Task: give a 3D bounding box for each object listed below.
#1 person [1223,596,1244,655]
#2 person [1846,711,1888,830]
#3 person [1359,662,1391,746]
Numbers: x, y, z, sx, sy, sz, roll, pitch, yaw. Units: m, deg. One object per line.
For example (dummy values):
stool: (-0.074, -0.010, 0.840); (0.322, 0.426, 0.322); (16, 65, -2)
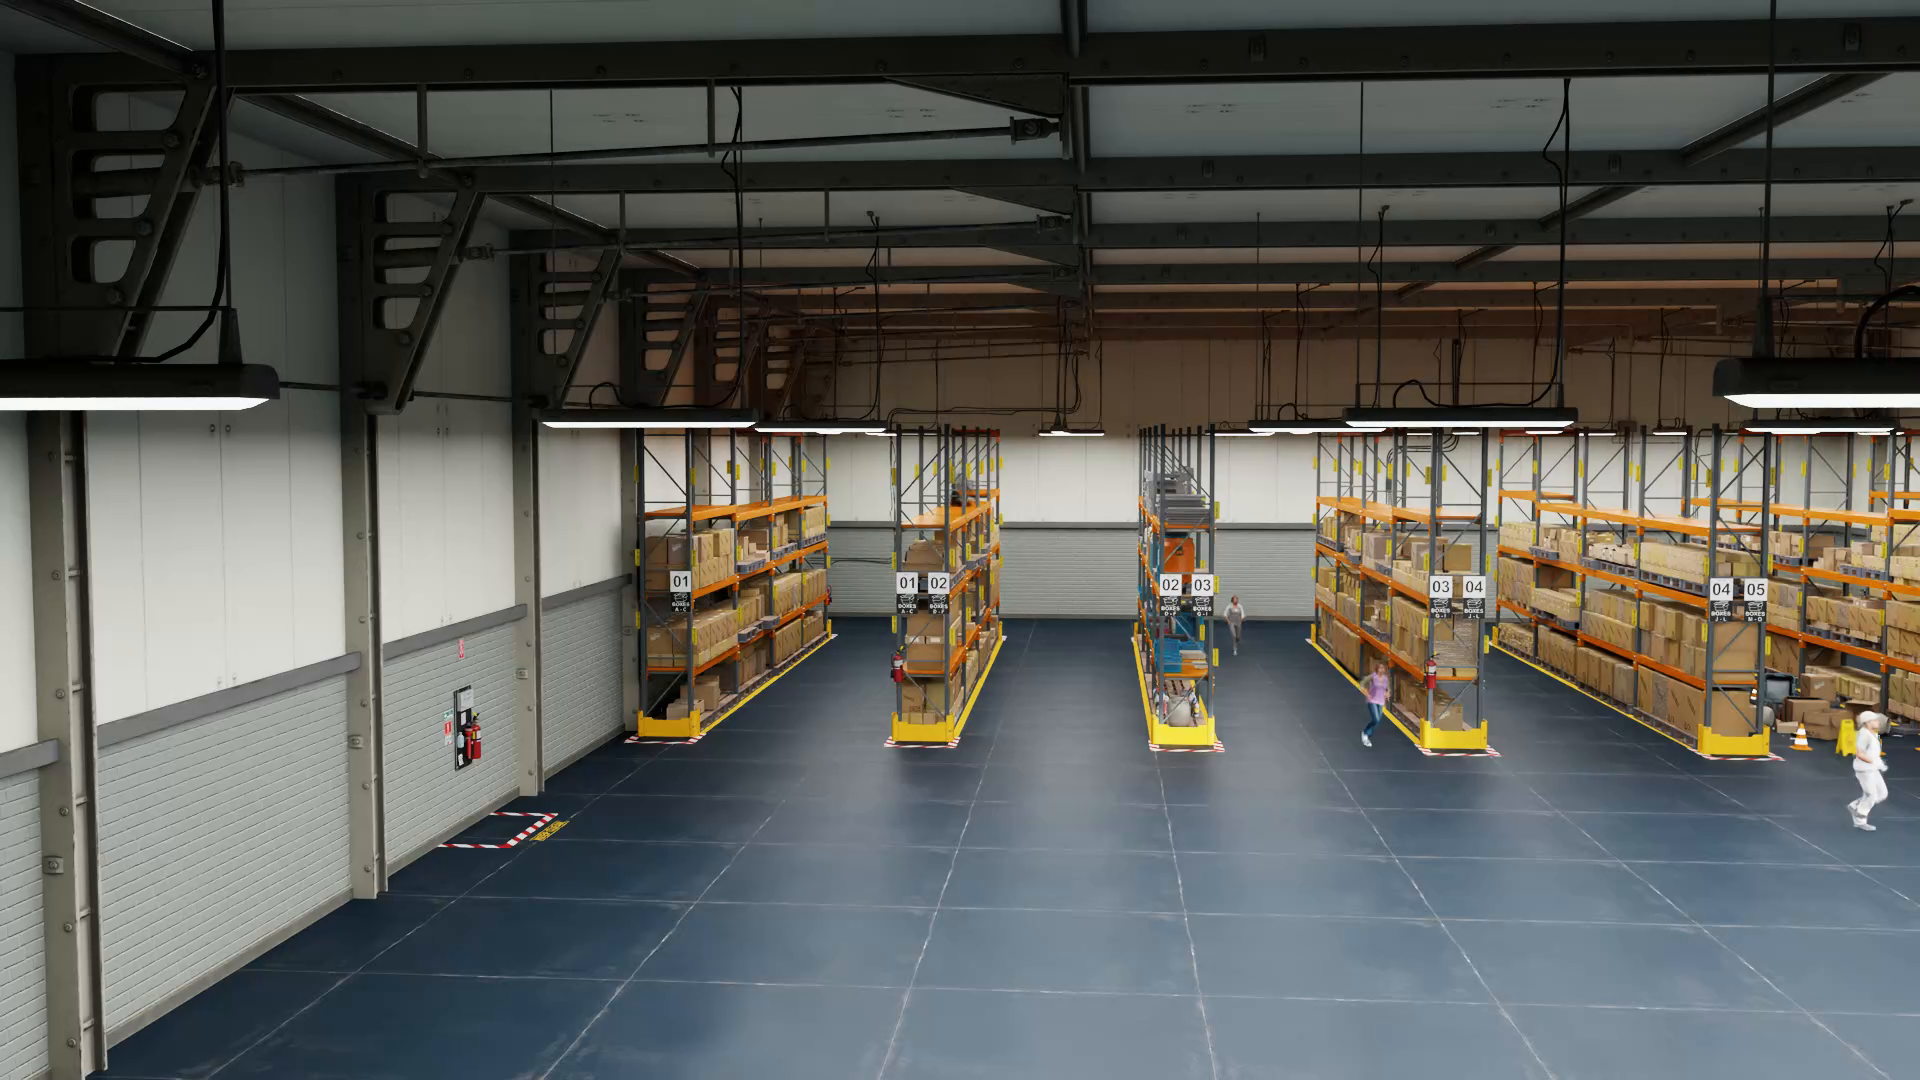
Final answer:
person: (7.272, 2.262, 44.185); (0.558, 1.562, 0.627); (0, 3, -4)
person: (13.257, 3.365, 24.287); (0.586, 1.745, 0.648); (3, 5, 41)
person: (7.759, 3.056, 30.960); (0.538, 1.575, 0.574); (-1, 4, -18)
